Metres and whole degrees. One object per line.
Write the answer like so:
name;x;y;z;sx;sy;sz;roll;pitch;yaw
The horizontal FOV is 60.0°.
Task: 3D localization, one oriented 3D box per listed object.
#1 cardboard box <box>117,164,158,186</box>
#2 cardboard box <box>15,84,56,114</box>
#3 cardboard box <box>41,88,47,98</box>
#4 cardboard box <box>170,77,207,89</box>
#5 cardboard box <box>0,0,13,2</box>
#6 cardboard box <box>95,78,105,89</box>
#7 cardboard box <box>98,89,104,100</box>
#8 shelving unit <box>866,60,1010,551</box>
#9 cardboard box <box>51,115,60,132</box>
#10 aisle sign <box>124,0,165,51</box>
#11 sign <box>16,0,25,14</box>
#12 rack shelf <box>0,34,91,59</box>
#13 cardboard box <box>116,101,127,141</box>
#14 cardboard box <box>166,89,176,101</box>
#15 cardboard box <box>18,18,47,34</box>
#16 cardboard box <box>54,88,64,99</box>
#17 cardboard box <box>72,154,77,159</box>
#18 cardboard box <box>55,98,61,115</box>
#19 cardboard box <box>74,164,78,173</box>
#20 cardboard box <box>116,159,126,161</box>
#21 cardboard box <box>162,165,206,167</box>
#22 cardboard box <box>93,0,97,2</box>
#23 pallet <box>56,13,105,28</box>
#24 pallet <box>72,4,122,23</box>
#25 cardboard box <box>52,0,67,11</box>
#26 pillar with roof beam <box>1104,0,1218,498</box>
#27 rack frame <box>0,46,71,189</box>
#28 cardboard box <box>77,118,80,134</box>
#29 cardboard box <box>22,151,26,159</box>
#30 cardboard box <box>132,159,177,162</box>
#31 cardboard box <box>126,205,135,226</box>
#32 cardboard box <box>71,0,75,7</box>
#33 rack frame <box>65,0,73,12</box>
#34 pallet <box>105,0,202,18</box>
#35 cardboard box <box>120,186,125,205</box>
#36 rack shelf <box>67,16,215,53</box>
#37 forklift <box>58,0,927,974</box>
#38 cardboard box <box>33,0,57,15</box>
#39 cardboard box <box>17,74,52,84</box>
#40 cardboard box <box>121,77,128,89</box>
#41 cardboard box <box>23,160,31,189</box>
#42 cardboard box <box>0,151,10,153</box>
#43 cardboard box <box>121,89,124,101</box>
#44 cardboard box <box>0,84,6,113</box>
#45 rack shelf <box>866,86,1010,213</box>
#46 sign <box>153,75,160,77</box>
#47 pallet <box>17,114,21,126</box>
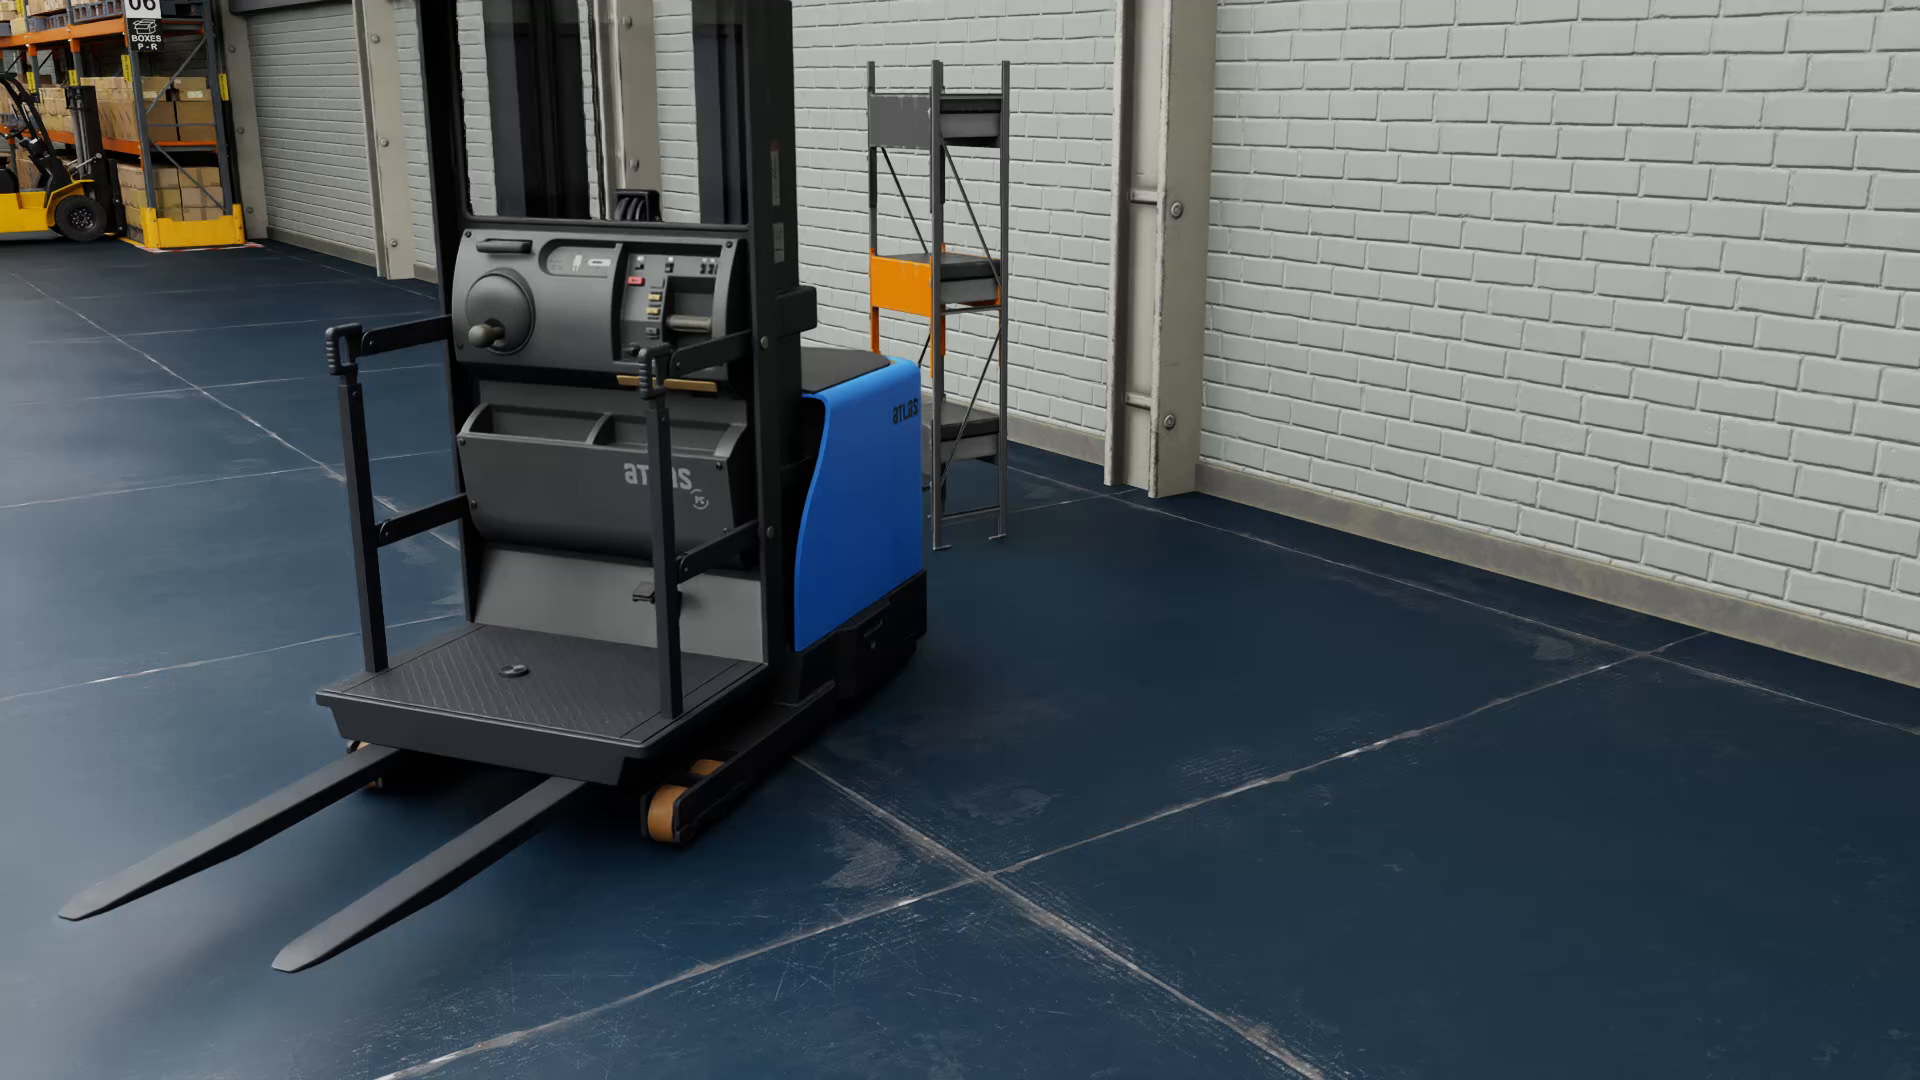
cardboard box;-11.050;-4.900;22.316;0.500;0.250;0.500;-11;19;-34
cardboard box;-15.731;-7.558;28.516;0.797;0.503;0.637;-11;19;-36
cardboard box;-14.514;-7.176;26.694;0.380;0.149;0.250;-10;18;-33
cardboard box;-9.942;-5.887;21.420;0.380;0.149;0.250;-11;19;-36
cardboard box;-17.079;-9.641;29.579;0.396;0.266;0.258;-11;19;-35
cardboard box;-11.695;-6.305;22.947;0.380;0.149;0.250;-11;19;-35
cardboard box;-11.566;-6.106;22.784;0.380;0.149;0.250;-12;19;-36
shelving unit;-0.097;-1.048;7.428;0.431;2.100;0.503;-11;19;-35
cardboard box;-13.958;-6.563;26.158;0.500;0.250;0.500;-12;19;-36
aisle sign;-10.117;-6.471;20.614;0.394;0.787;0.004;-11;19;-35
sign;-15.061;-8.598;26.646;0.100;0.325;0.005;-11;19;-35
rack shelf;-15.797;-8.512;28.676;1.077;0.370;4.000;-11;19;-35
cardboard box;-10.717;-5.502;21.807;0.500;0.500;0.500;-10;18;-33
cardboard box;-10.104;-5.794;21.644;0.380;0.149;0.250;-11;19;-35
cardboard box;-15.120;-8.432;27.303;0.500;0.250;0.500;-12;19;-36
cardboard box;-13.644;-6.844;25.480;0.380;0.149;0.250;-11;19;-36
cardboard box;-15.021;-6.556;28.560;0.380;0.149;0.250;-11;19;-34
cardboard box;-13.651;-6.695;25.691;0.500;0.250;0.500;-11;19;-34
cardboard box;-13.035;-5.465;25.564;0.875;0.625;0.625;-11;19;-35
cardboard box;-12.239;-5.338;23.916;0.500;0.250;0.500;-11;19;-35
cardboard box;-10.344;-4.874;22.220;0.500;0.250;0.500;-11;19;-34
cardboard box;-11.209;-7.446;22.238;0.797;0.503;0.637;-10;18;-33
pallet;-12.799;-7.672;24.606;0.805;0.209;1.217;-12;19;-37
pallet;-11.747;-7.357;23.260;1.003;0.211;1.213;-11;19;-35
cardboard box;-13.162;-7.895;24.550;0.380;0.149;0.250;-11;19;-35
pillar with roof beam;-2.497;-3.947;4.952;9.100;9.000;0.400;-11;19;-35
rack frame;-16.973;-7.840;30.537;1.000;3.000;0.127;-11;19;-35
cardboard box;-12.777;-6.126;24.560;0.500;0.250;0.500;-10;18;-33
cardboard box;-16.752;-6.984;30.123;0.380;0.149;0.250;-11;19;-36
cardboard box;-11.514;-5.309;23.810;0.500;0.250;0.500;-11;19;-35
cardboard box;-10.734;-4.312;22.063;0.500;0.250;0.500;-11;19;-35
cardboard box;-12.251;-7.565;23.342;0.380;0.149;0.250;-10;18;-33
rack frame;-12.269;-9.025;23.504;1.000;3.000;0.127;-11;19;-35
pallet;-10.312;-6.836;21.357;1.003;0.211;1.213;-11;19;-35
cardboard box;-11.063;-4.666;22.407;0.500;0.250;0.500;-11;19;-36
rack shelf;-11.094;-6.804;22.434;1.077;0.370;4.000;-11;19;-35
forklift;-1.137;-0.705;4.602;1.130;2.935;3.031;6;16;21
cardboard box;-14.015;-8.446;25.898;0.700;0.500;0.500;-11;19;-36
cardboard box;-17.634;-8.632;31.731;0.500;0.500;0.500;-11;19;-36
cardboard box;-10.645;-5.925;21.560;0.380;0.149;0.250;-10;18;-33
cardboard box;-16.260;-6.479;29.505;0.500;0.500;0.500;-12;19;-36
cardboard box;-19.042;-7.547;33.401;0.797;0.503;0.637;-12;19;-37
cardboard box;-10.762;-5.838;21.807;0.380;0.149;0.250;-11;19;-35
cardboard box;-16.870;-7.952;29.964;0.700;0.500;0.500;-10;18;-33
rack shelf;-0.097;-1.710;7.247;0.431;0.518;0.480;-11;19;-35
sign;-11.821;-6.673;24.487;0.100;0.325;0.005;-11;19;-35
pallet;-15.769;-7.307;28.956;1.003;0.211;1.213;-11;19;-35
